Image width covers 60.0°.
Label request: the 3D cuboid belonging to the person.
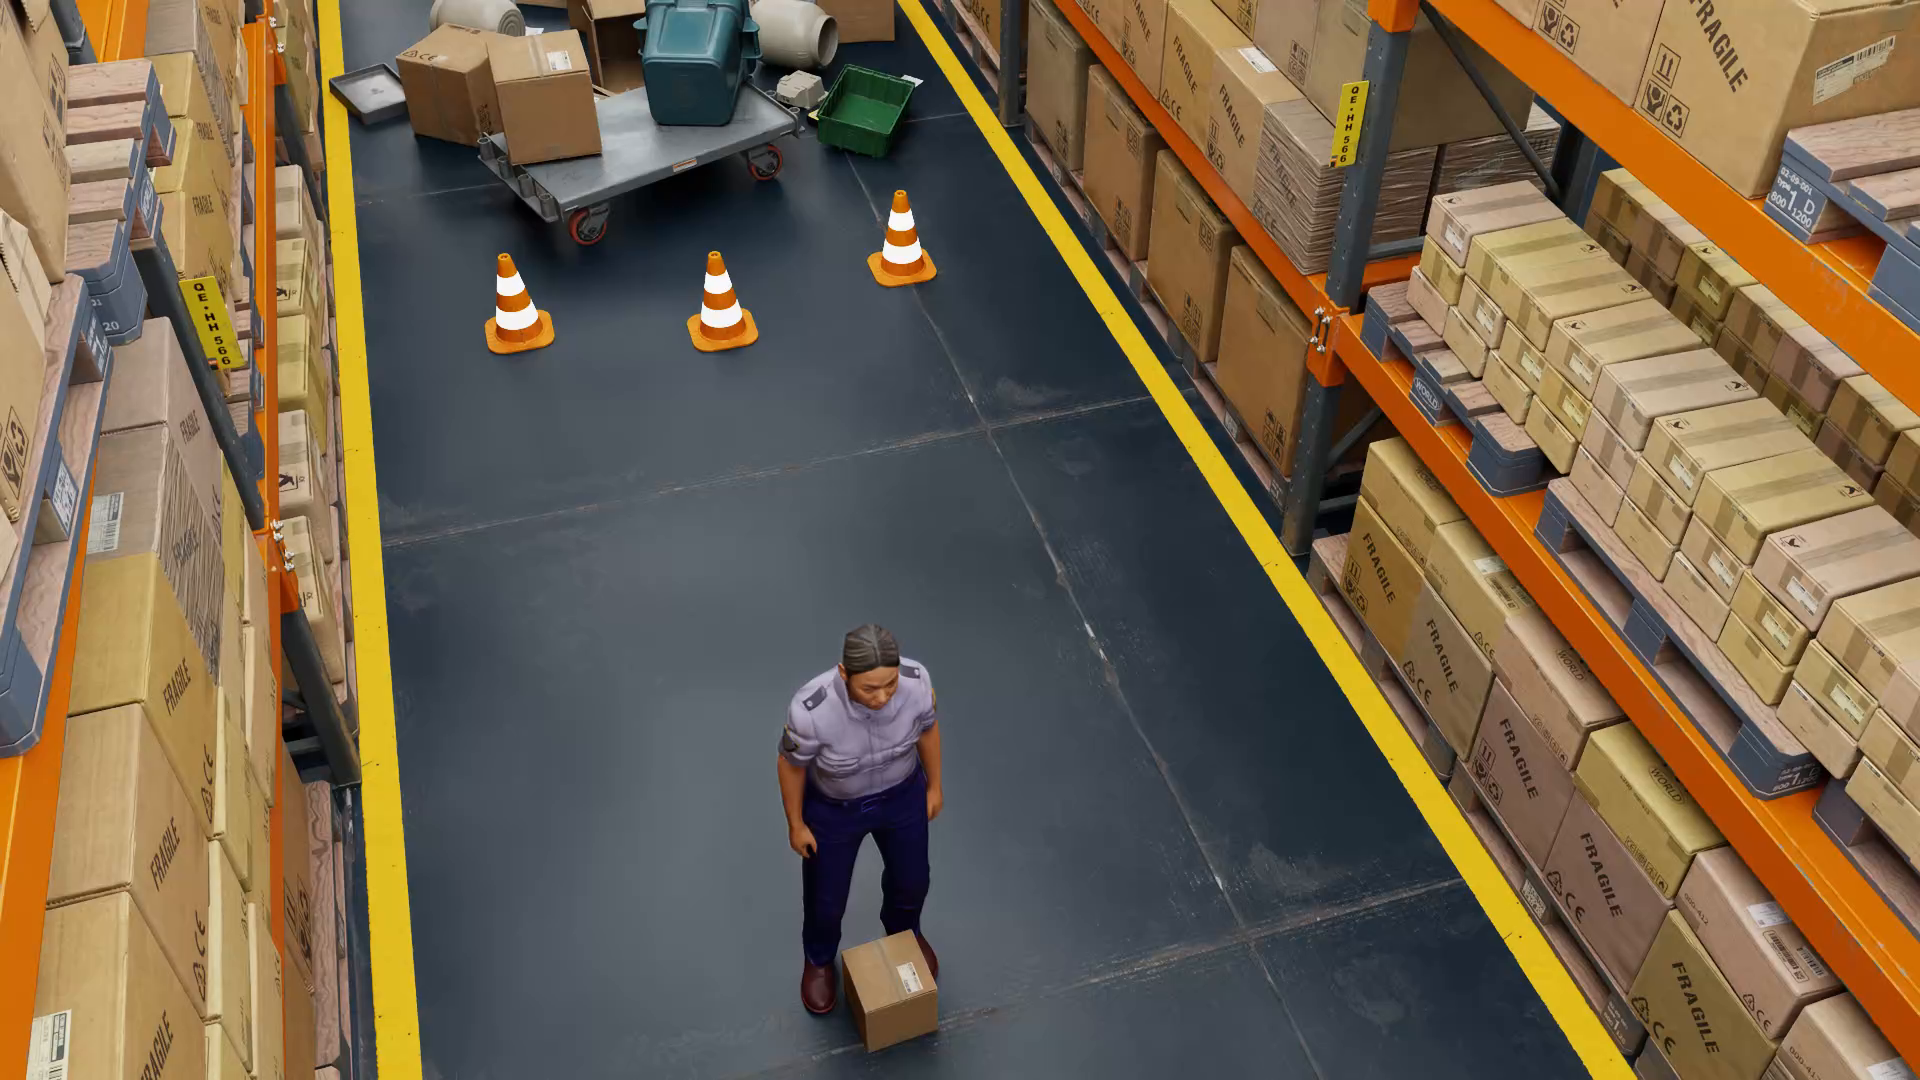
[{"bbox_3d":[-0.310,0.841,5.249,0.555,1.650,0.377,-14,44,-15],"label":"person"}]
